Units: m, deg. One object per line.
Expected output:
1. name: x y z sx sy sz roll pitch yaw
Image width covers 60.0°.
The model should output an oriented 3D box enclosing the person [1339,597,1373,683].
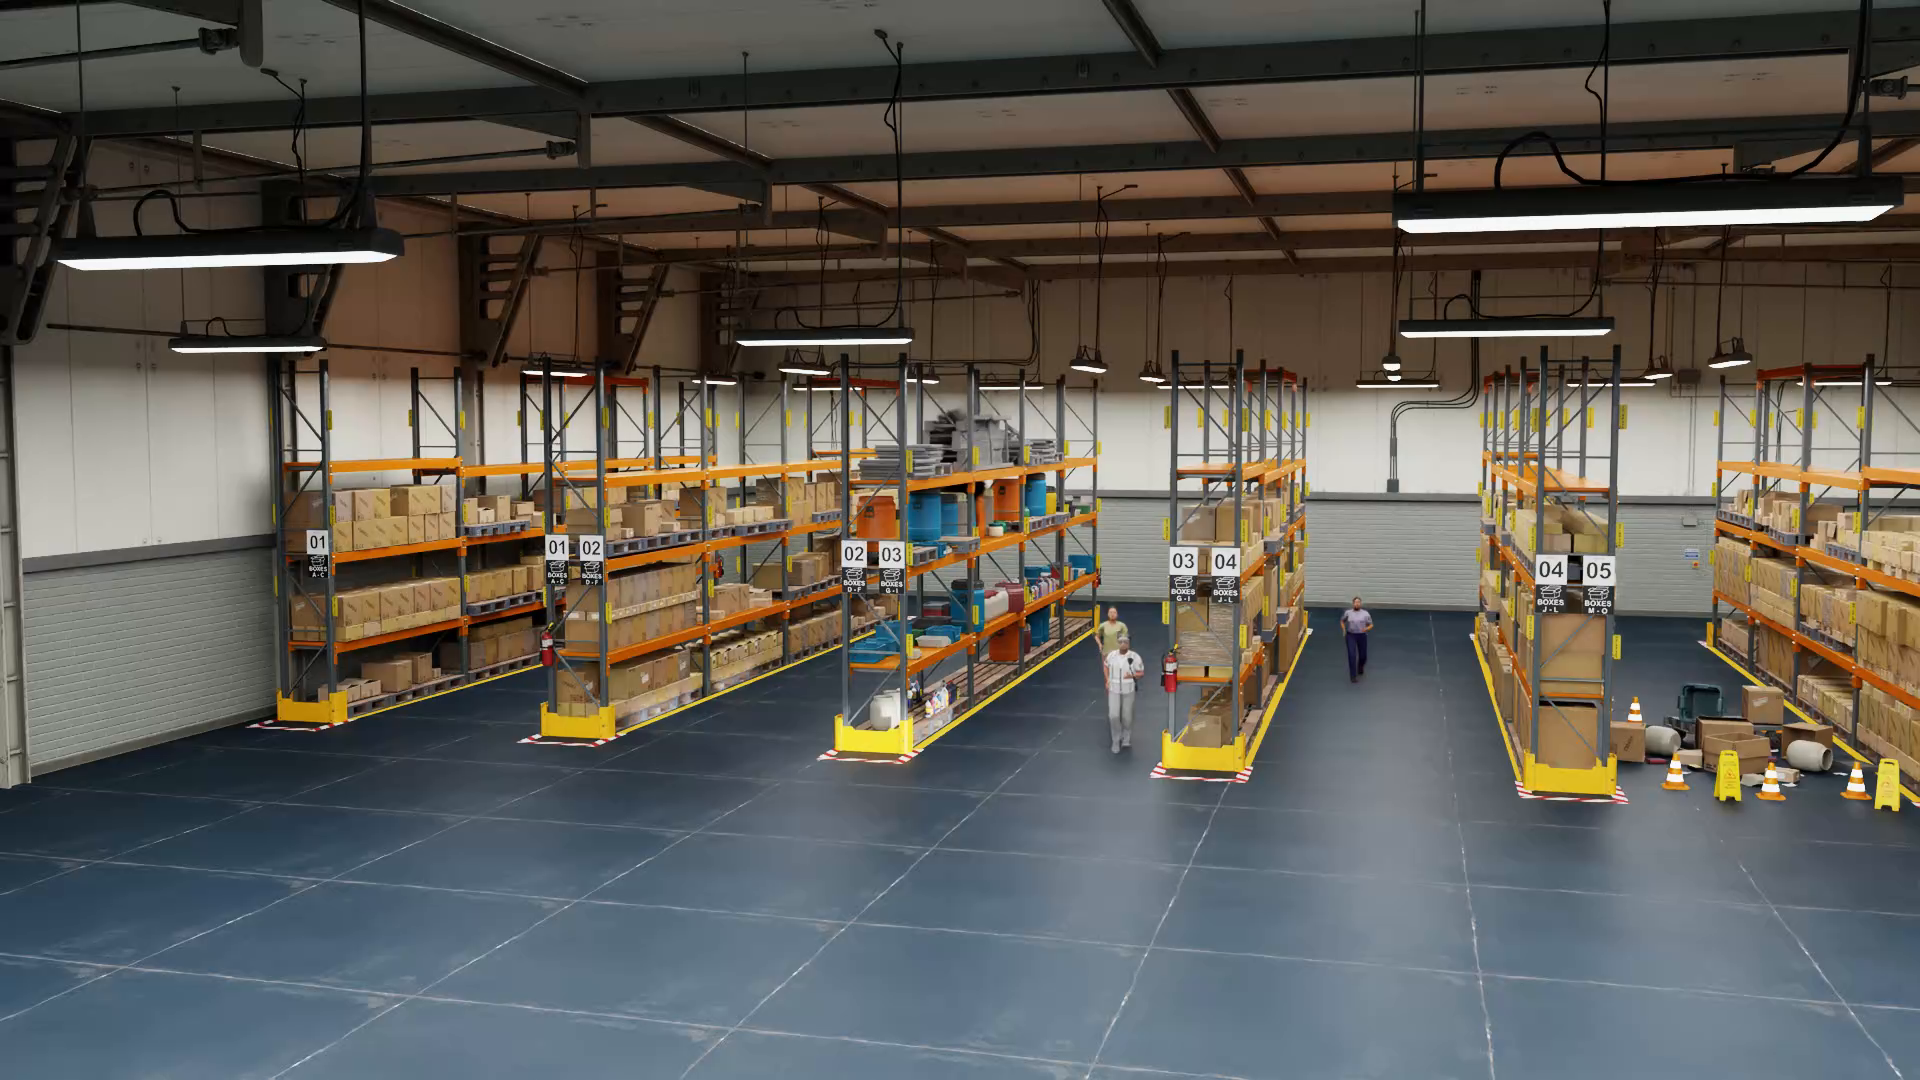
1. person: 7.603 1.901 31.926 0.620 1.611 0.803 1 4 10

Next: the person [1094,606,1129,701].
1. person: 2.523 1.909 27.618 0.580 1.631 0.553 0 4 4

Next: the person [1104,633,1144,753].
1. person: 2.466 2.324 25.212 0.630 1.841 0.665 1 4 11
